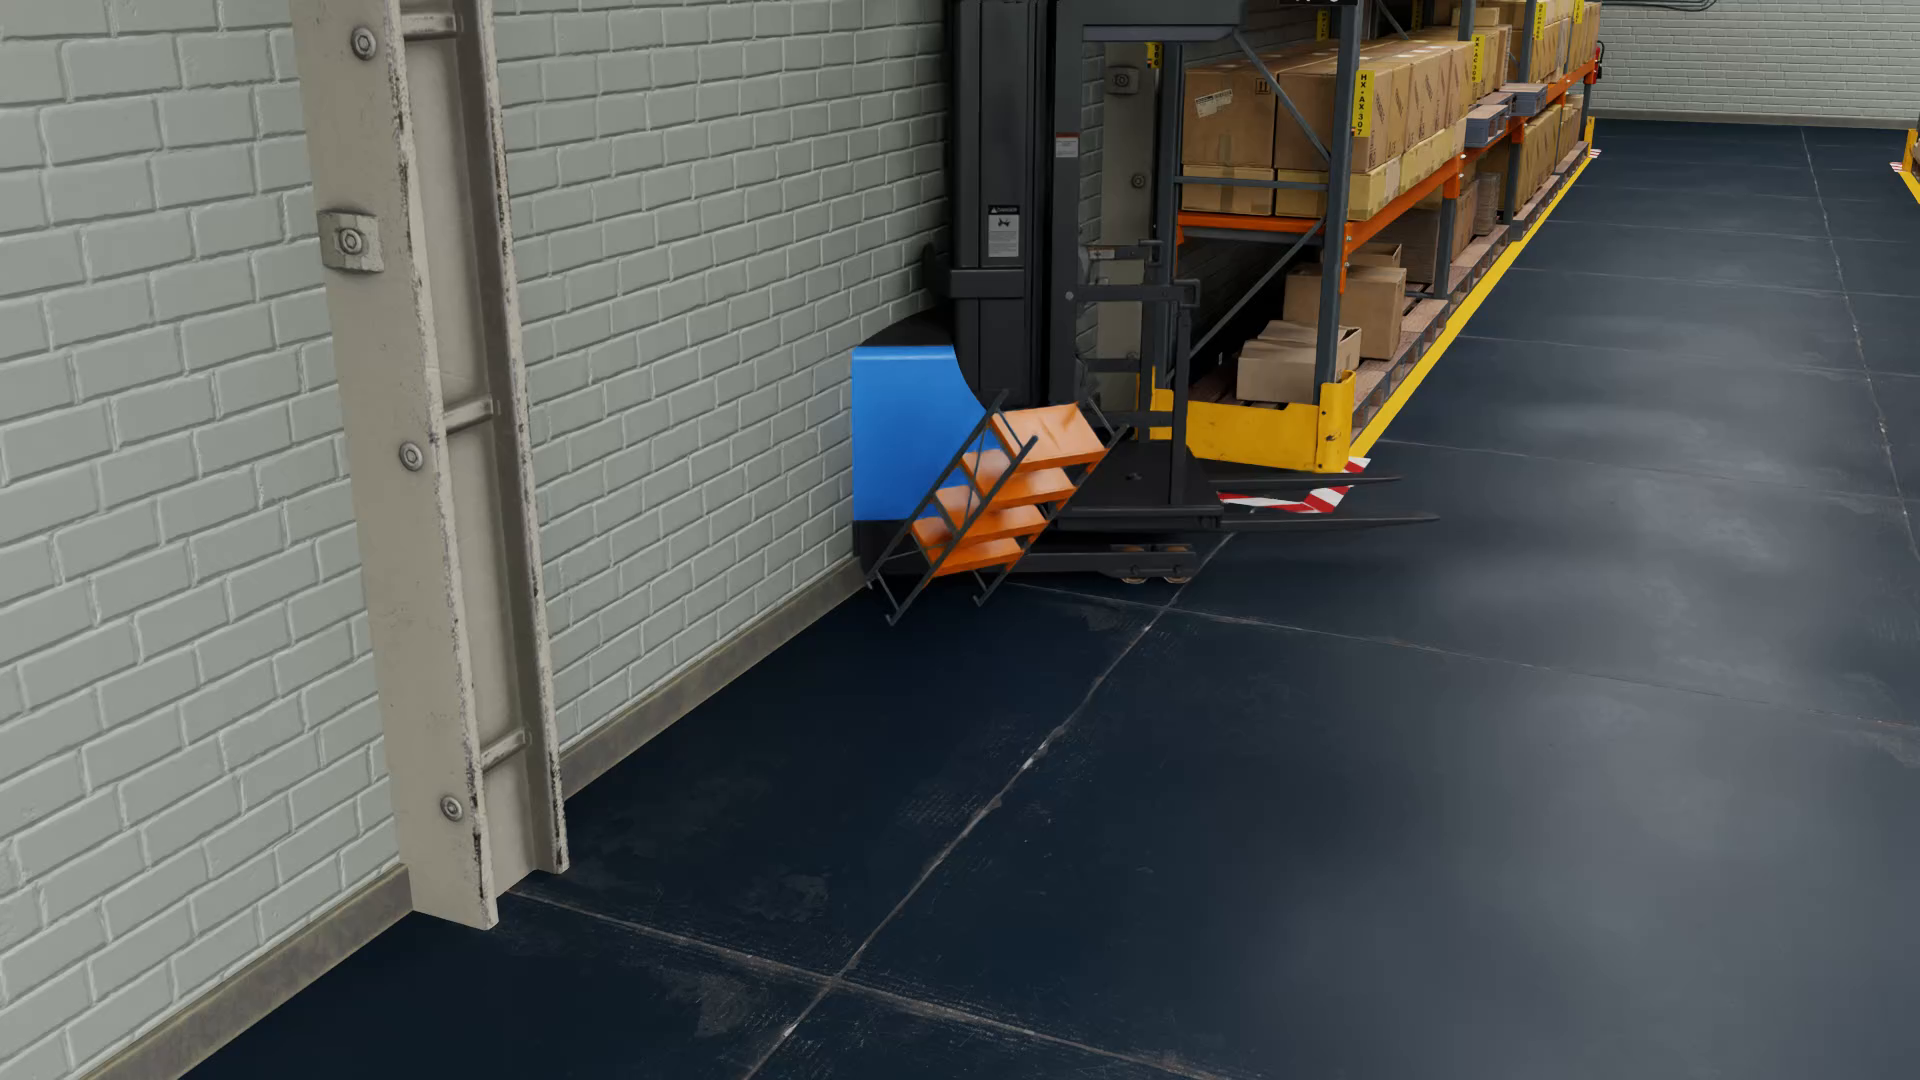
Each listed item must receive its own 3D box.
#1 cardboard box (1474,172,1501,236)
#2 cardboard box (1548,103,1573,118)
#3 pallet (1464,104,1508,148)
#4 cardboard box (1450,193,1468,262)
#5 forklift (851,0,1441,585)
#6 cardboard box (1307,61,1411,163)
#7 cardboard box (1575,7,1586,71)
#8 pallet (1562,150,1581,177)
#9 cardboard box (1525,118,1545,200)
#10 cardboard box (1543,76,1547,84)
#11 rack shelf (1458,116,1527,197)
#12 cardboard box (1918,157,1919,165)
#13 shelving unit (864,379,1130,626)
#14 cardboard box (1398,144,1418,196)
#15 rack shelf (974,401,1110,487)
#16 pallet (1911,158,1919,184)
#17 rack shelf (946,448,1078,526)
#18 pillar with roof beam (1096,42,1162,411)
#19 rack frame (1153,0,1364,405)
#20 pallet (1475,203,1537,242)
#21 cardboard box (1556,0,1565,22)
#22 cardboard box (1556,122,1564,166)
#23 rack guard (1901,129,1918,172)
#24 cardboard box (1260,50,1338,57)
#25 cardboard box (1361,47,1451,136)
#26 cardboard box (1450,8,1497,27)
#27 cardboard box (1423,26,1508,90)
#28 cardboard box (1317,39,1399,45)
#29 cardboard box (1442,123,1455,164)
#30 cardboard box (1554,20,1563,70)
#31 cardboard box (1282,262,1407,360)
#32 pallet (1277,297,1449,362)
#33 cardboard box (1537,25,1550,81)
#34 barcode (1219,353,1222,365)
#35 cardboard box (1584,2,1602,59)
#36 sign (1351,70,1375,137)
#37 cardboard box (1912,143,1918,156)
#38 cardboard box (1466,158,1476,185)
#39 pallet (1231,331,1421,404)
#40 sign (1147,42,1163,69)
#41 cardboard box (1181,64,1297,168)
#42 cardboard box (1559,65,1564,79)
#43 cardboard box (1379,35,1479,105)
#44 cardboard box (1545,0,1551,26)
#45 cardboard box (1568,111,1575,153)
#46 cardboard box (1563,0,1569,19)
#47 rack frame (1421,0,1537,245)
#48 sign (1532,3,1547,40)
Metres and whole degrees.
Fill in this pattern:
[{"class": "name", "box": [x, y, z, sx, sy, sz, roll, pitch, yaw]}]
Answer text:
[{"class": "cardboard box", "box": [4.564, -3.117, 15.331, 0.700, 0.500, 0.500, 9, 21, 23]}, {"class": "cardboard box", "box": [7.370, -5.317, 20.578, 0.380, 0.149, 0.250, 8, 21, 21]}, {"class": "pallet", "box": [3.619, -3.215, 12.819, 1.003, 0.211, 1.213, 9, 21, 23]}, {"class": "cardboard box", "box": [3.872, -2.664, 14.057, 0.700, 0.500, 0.500, 9, 21, 23]}, {"class": "forklift", "box": [0.667, -1.359, 7.417, 3.031, 2.935, 1.130, -1, 20, -2]}, {"class": "cardboard box", "box": [2.217, -2.416, 9.359, 0.500, 0.500, 0.500, 9, 21, 23]}, {"class": "cardboard box", "box": [6.991, -6.065, 20.098, 0.980, 0.700, 0.700, 8, 21, 21]}, {"class": "pallet", "box": [7.331, -4.820, 21.206, 1.003, 0.211, 1.213, 9, 21, 23]}, {"class": "cardboard box", "box": [5.597, -3.973, 17.246, 0.750, 0.750, 0.750, 8, 21, 22]}, {"class": "cardboard box", "box": [6.009, -4.904, 17.627, 0.380, 0.149, 0.250, 8, 21, 21]}, {"class": "rack shelf", "box": [3.993, -3.364, 14.026, 1.077, 0.370, 4.000, 9, 21, 23]}, {"class": "cardboard box", "box": [11.717, -4.560, 19.762, 0.500, 0.250, 0.500, 9, 21, 23]}, {"class": "shelving unit", "box": [0.125, -0.136, 6.613, 0.503, 1.200, 0.258, -11, 60, -41]}, {"class": "cardboard box", "box": [2.439, -2.229, 9.954, 0.500, 0.250, 0.500, 8, 21, 22]}, {"class": "rack shelf", "box": [0.308, -0.370, 6.356, 0.480, 0.148, 0.258, -11, 60, -41]}, {"class": "pallet", "box": [12.252, -4.501, 20.309, 1.003, 0.211, 1.213, 9, 21, 23]}, {"class": "rack shelf", "box": [0.198, -0.229, 6.511, 0.480, 0.148, 0.258, -11, 60, -41]}, {"class": "pillar with roof beam", "box": [4.961, -4.438, 7.017, 9.100, 9.000, 0.400, 9, 21, 23]}, {"class": "rack frame", "box": [1.536, -1.869, 8.748, 1.000, 3.000, 0.127, 9, 21, 23]}, {"class": "pallet", "box": [5.203, -3.231, 16.740, 1.003, 0.211, 1.213, 9, 21, 23]}, {"class": "cardboard box", "box": [6.065, -5.599, 17.493, 0.500, 0.250, 0.500, 9, 21, 24]}, {"class": "cardboard box", "box": [6.849, -4.772, 20.014, 0.700, 0.500, 0.500, 9, 21, 23]}, {"class": "rack guard", "box": [12.577, -4.881, 20.946, 1.175, 0.500, 0.348, 9, 21, 23]}, {"class": "cardboard box", "box": [2.164, -2.800, 10.439, 0.500, 0.500, 0.500, 9, 21, 23]}, {"class": "cardboard box", "box": [2.847, -2.891, 10.697, 0.500, 0.500, 0.500, 8, 21, 21]}, {"class": "cardboard box", "box": [4.579, -4.665, 14.835, 0.380, 0.149, 0.250, 5, 20, 14]}, {"class": "cardboard box", "box": [4.424, -4.249, 14.635, 0.700, 0.500, 0.500, 6, 21, 18]}, {"class": "cardboard box", "box": [2.791, -3.269, 11.759, 0.500, 0.500, 0.500, 8, 21, 21]}, {"class": "cardboard box", "box": [3.045, -2.693, 11.259, 0.500, 0.250, 0.500, 9, 21, 23]}, {"class": "cardboard box", "box": [6.077, -5.249, 17.628, 0.500, 0.500, 0.500, 9, 21, 23]}, {"class": "cardboard box", "box": [2.481, -1.489, 10.754, 0.700, 0.500, 0.500, 7, 21, 19]}, {"class": "pallet", "box": [2.931, -1.568, 12.062, 1.003, 0.211, 1.213, 9, 21, 23]}, {"class": "cardboard box", "box": [5.467, -4.784, 16.320, 0.500, 0.500, 0.500, 9, 22, 24]}, {"class": "barcode", "box": [1.544, -1.073, 9.853, 0.001, 0.075, 0.075, 9, 21, 23]}, {"class": "cardboard box", "box": [7.888, -6.744, 22.008, 0.980, 0.700, 0.700, 10, 22, 25]}, {"class": "sign", "box": [2.031, -2.203, 8.394, 0.100, 0.325, 0.005, 9, 21, 23]}, {"class": "cardboard box", "box": [12.123, -4.865, 20.770, 0.380, 0.149, 0.250, 9, 21, 23]}, {"class": "cardboard box", "box": [4.274, -3.305, 14.739, 0.500, 0.250, 0.500, 9, 21, 24]}, {"class": "pallet", "box": [2.433, -1.194, 11.010, 1.003, 0.211, 1.213, 9, 21, 23]}, {"class": "sign", "box": [1.038, -2.646, 8.732, 0.100, 0.325, 0.005, 9, 21, 23]}, {"class": "cardboard box", "box": [1.535, -2.334, 9.131, 0.500, 0.500, 0.500, 8, 21, 22]}, {"class": "cardboard box", "box": [6.488, -5.206, 18.476, 0.380, 0.149, 0.250, 9, 21, 24]}, {"class": "cardboard box", "box": [3.649, -3.667, 12.998, 0.700, 0.500, 0.500, 11, 22, 28]}, {"class": "cardboard box", "box": [5.452, -5.132, 16.182, 0.500, 0.250, 0.500, 8, 21, 22]}, {"class": "cardboard box", "box": [7.482, -5.246, 21.346, 0.700, 0.500, 0.500, 8, 21, 21]}, {"class": "cardboard box", "box": [6.274, -5.755, 17.931, 0.500, 0.250, 0.500, 9, 21, 24]}, {"class": "rack frame", "box": [4.812, -4.315, 15.624, 1.000, 3.000, 0.127, 9, 21, 23]}, {"class": "sign", "box": [5.311, -4.751, 15.242, 0.100, 0.325, 0.005, 9, 21, 23]}]
